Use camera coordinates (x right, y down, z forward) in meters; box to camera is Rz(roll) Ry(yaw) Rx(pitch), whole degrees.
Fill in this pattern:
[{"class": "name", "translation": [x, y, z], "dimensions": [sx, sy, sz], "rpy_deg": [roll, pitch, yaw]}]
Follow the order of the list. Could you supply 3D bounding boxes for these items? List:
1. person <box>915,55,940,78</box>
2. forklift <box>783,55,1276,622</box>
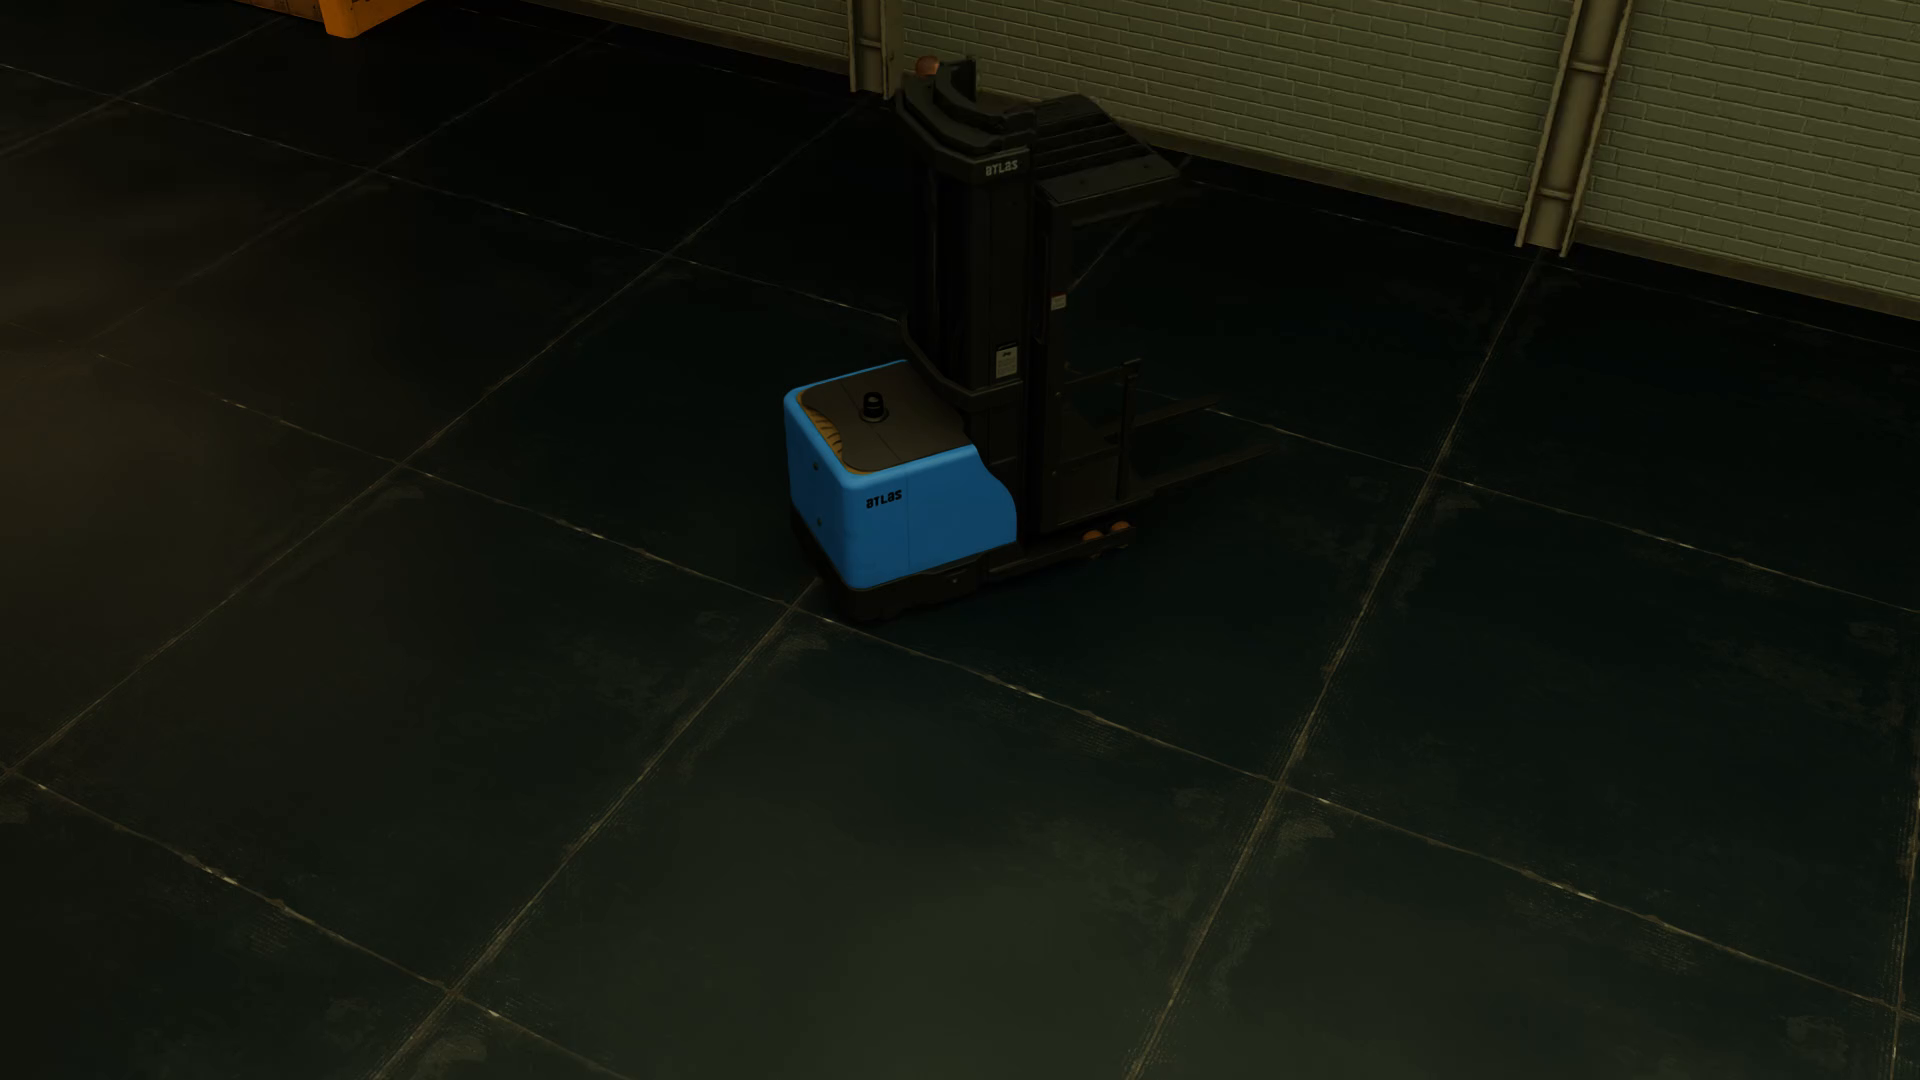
[{"class": "person", "translation": [-0.173, -2.711, 12.142], "dimensions": [0.388, 1.728, 0.528], "rpy_deg": [-8, 41, -10]}, {"class": "forklift", "translation": [0.513, -1.303, 9.533], "dimensions": [3.031, 2.935, 1.130], "rpy_deg": [-18, 43, -20]}]
